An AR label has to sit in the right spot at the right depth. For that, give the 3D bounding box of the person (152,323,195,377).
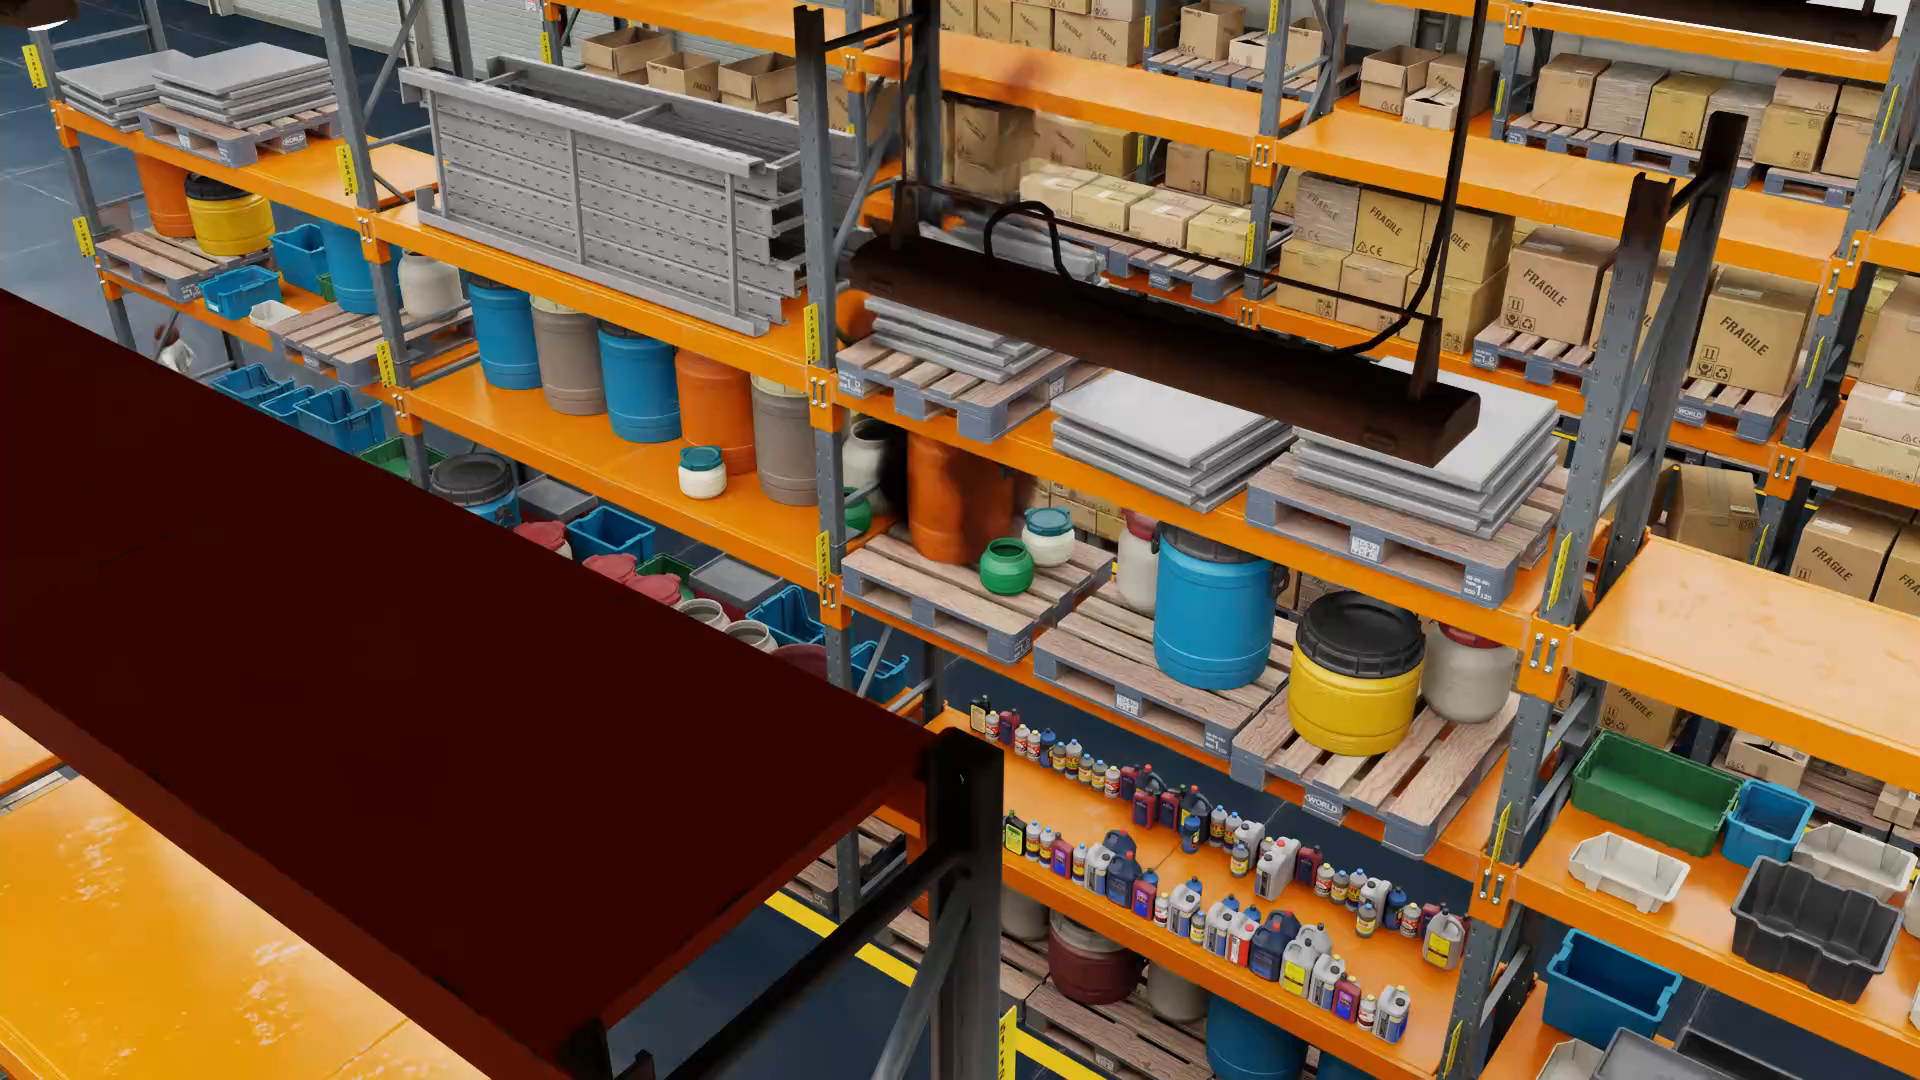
[{"bbox_3d":[-7.542,-1.393,16.115,0.511,1.549,0.586,-3,32,-5],"label":"person"}]
